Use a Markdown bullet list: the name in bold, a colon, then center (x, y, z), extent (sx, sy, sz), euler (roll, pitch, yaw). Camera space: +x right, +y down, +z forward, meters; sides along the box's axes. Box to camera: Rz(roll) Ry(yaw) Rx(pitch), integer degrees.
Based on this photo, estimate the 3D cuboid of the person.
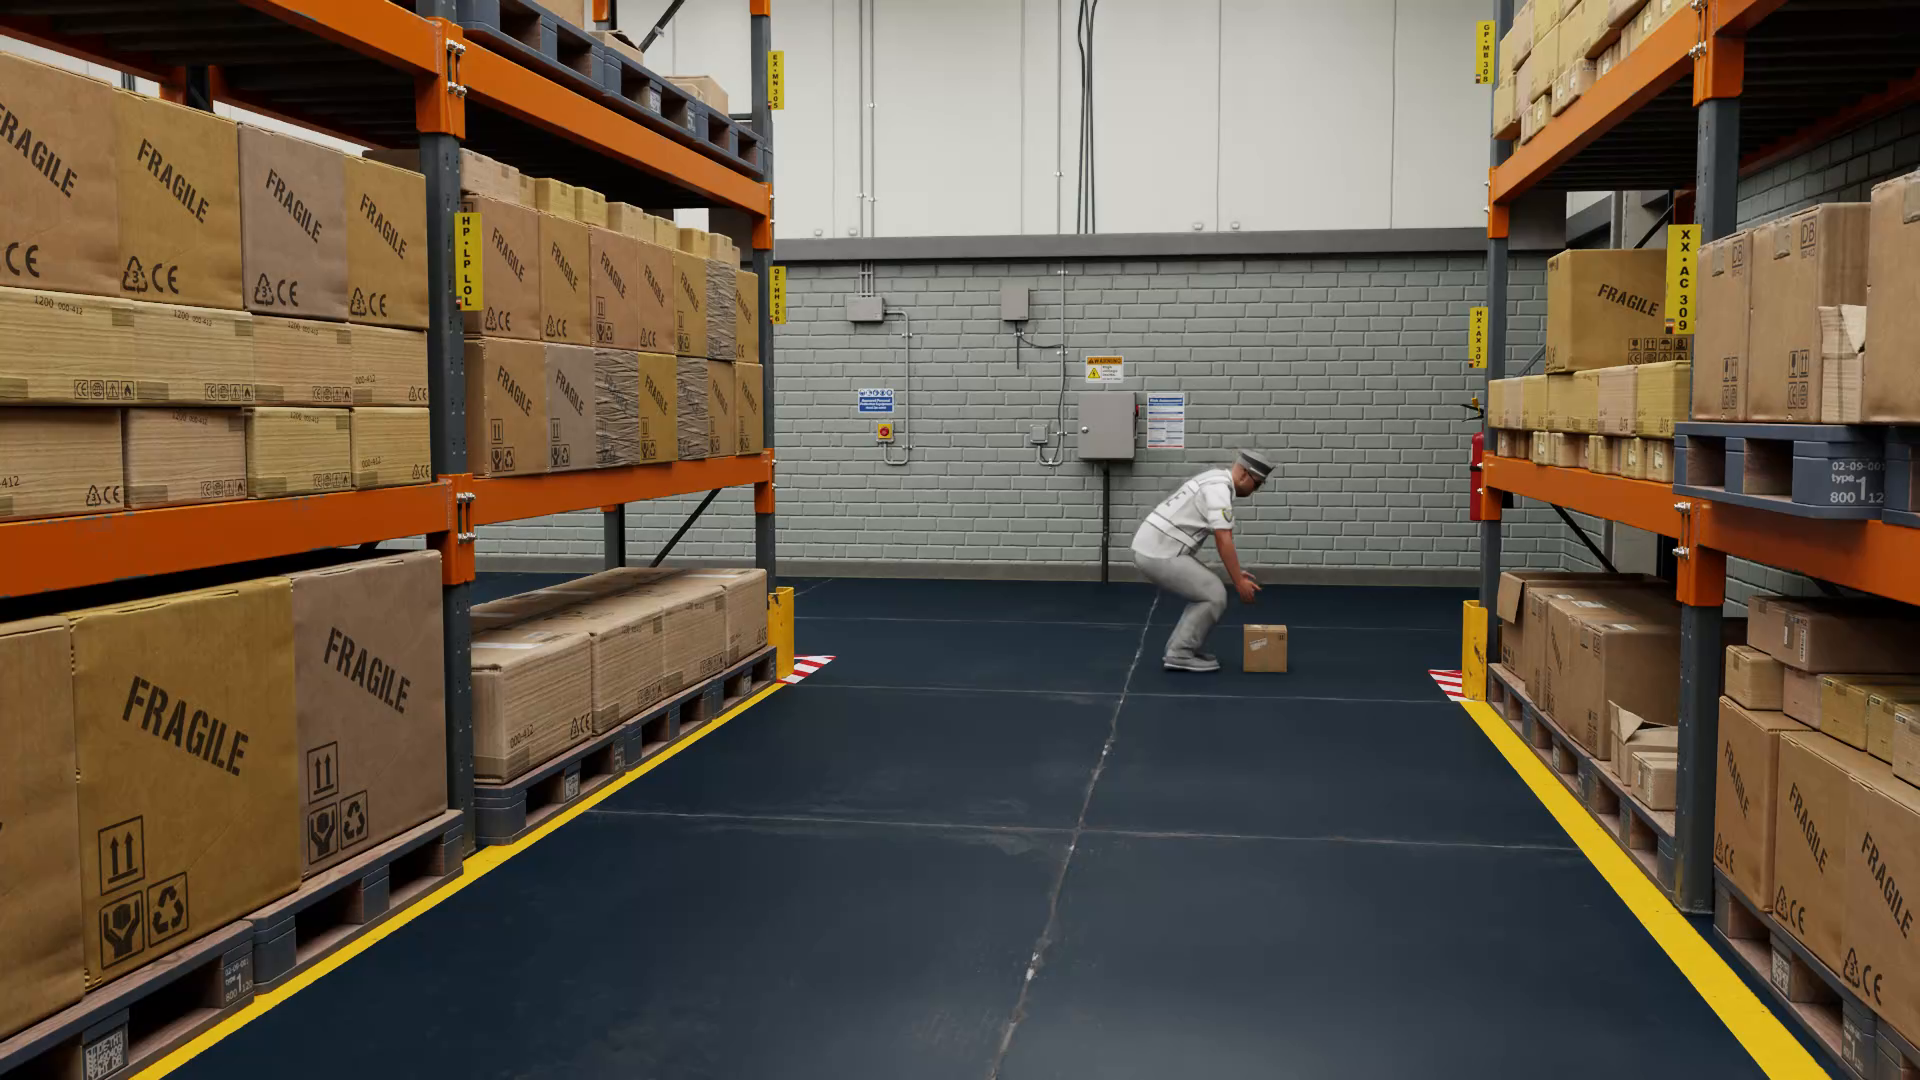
- **person**: center (1.457, 0.110, 9.997), extent (0.855, 1.321, 0.588), euler (1, 4, 9)
